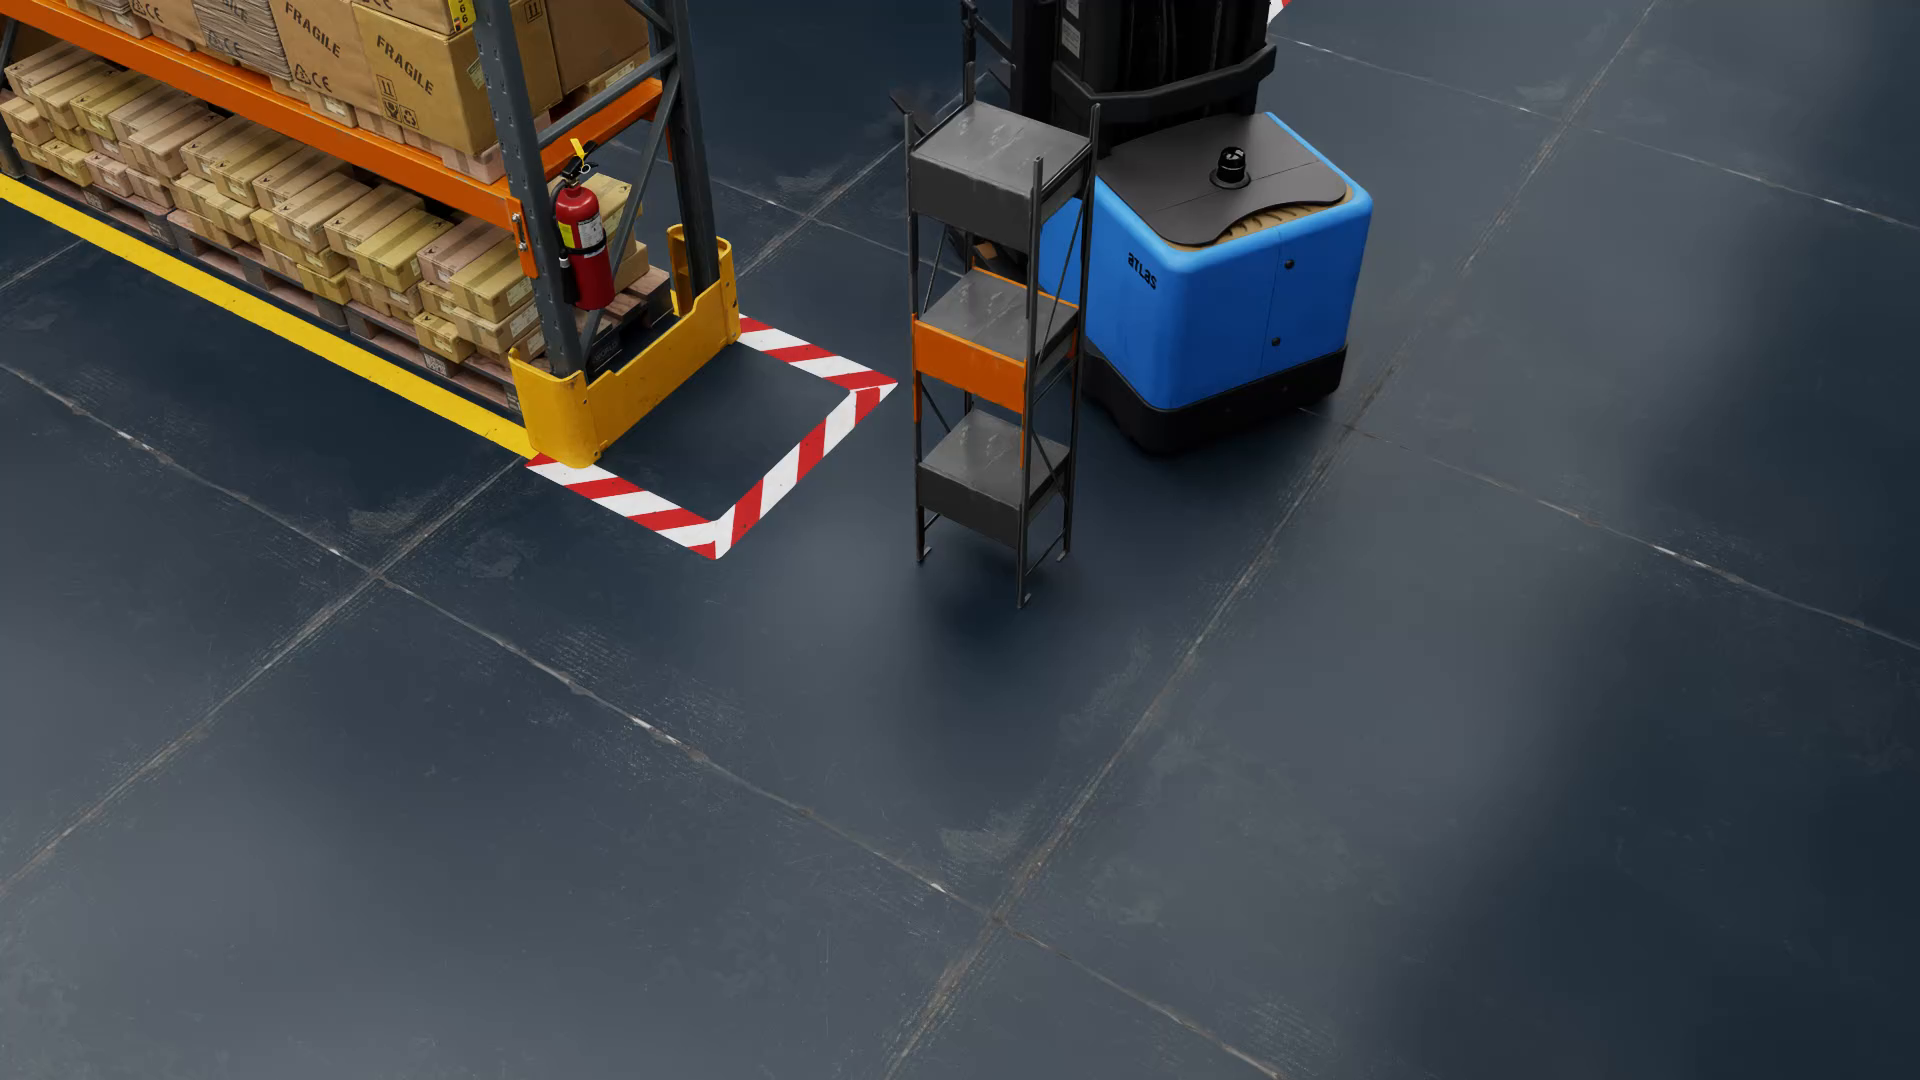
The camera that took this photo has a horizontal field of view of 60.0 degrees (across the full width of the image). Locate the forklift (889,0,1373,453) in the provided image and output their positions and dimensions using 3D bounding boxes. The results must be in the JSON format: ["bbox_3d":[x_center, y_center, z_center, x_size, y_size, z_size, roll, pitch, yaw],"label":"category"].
[{"bbox_3d":[0.604,-2.459,7.317,1.130,2.935,3.031,-20,49,-19],"label":"forklift"}]

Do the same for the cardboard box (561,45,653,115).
[{"bbox_3d":[-1.510,-1.964,6.964,0.250,0.149,0.380,24,51,22],"label":"cardboard box"}]

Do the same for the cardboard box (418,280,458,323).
[{"bbox_3d":[-2.203,-1.150,7.486,0.250,0.149,0.380,24,50,21],"label":"cardboard box"}]

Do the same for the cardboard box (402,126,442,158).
[{"bbox_3d":[-2.030,-1.715,6.722,0.250,0.149,0.380,25,51,22],"label":"cardboard box"}]

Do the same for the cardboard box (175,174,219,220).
[{"bbox_3d":[-3.540,-1.720,8.040,0.250,0.149,0.380,24,51,22],"label":"cardboard box"}]

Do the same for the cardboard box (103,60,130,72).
[{"bbox_3d":[-4.344,-2.603,8.897,0.250,0.149,0.380,26,51,23],"label":"cardboard box"}]

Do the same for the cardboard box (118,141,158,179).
[{"bbox_3d":[-3.937,-1.977,8.289,0.250,0.149,0.380,22,50,20],"label":"cardboard box"}]

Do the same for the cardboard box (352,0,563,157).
[{"bbox_3d":[-1.931,-1.885,6.435,0.500,0.500,0.500,26,51,23],"label":"cardboard box"}]

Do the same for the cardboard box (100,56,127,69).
[{"bbox_3d":[-4.341,-2.656,8.742,0.250,0.149,0.380,26,51,23],"label":"cardboard box"}]

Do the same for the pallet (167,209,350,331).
[{"bbox_3d":[-3.166,-1.594,8.374,1.213,0.211,1.003,25,51,22],"label":"pallet"}]

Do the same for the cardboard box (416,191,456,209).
[{"bbox_3d":[-2.365,-1.751,7.862,0.250,0.149,0.380,22,50,20],"label":"cardboard box"}]

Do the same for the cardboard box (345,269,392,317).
[{"bbox_3d":[-2.632,-1.239,7.779,0.250,0.149,0.380,25,51,22],"label":"cardboard box"}]

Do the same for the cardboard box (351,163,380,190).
[{"bbox_3d":[-2.853,-1.814,8.131,0.250,0.149,0.380,27,52,24],"label":"cardboard box"}]

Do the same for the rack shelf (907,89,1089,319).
[{"bbox_3d":[0.139,-1.146,5.664,0.480,0.518,0.431,25,51,22],"label":"rack shelf"}]

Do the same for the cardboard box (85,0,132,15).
[{"bbox_3d":[-3.675,-2.667,7.195,0.500,0.500,0.500,24,50,21],"label":"cardboard box"}]

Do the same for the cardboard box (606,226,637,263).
[{"bbox_3d":[-1.717,-1.342,7.672,0.250,0.149,0.380,27,52,24],"label":"cardboard box"}]

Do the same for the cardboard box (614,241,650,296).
[{"bbox_3d":[-1.682,-1.277,7.816,0.250,0.149,0.380,26,51,23],"label":"cardboard box"}]

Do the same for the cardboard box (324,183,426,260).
[{"bbox_3d":[-2.647,-1.434,7.554,0.250,0.149,0.380,23,50,21],"label":"cardboard box"}]

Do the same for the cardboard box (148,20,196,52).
[{"bbox_3d":[-3.334,-2.326,7.315,0.250,0.149,0.380,27,51,23],"label":"cardboard box"}]

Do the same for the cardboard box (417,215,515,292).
[{"bbox_3d":[-2.177,-1.272,7.397,0.250,0.149,0.380,26,51,23],"label":"cardboard box"}]

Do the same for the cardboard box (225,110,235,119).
[{"bbox_3d":[-3.492,-2.170,8.476,0.250,0.149,0.380,26,51,23],"label":"cardboard box"}]

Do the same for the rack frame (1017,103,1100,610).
[{"bbox_3d":[0.345,-0.573,6.065,0.015,2.100,0.400,25,51,22],"label":"rack frame"}]

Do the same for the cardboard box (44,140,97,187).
[{"bbox_3d":[-4.424,-1.992,8.511,0.250,0.149,0.380,26,51,23],"label":"cardboard box"}]

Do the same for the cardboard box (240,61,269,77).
[{"bbox_3d":[-2.878,-2.148,7.143,0.250,0.149,0.380,23,50,21],"label":"cardboard box"}]

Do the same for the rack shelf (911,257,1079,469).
[{"bbox_3d":[0.139,-0.658,6.166,0.480,0.518,0.431,25,51,22],"label":"rack shelf"}]

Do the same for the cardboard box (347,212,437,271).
[{"bbox_3d":[-2.622,-1.383,7.712,0.250,0.149,0.380,24,51,22],"label":"cardboard box"}]

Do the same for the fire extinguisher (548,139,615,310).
[{"bbox_3d":[-1.451,-1.195,6.355,0.183,0.674,0.296,25,51,22],"label":"fire extinguisher"}]

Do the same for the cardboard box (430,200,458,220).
[{"bbox_3d":[-2.328,-1.689,8.009,0.250,0.149,0.380,26,51,23],"label":"cardboard box"}]

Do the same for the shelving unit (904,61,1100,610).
[{"bbox_3d":[0.139,-0.668,6.157,0.503,2.100,0.431,25,51,22],"label":"shelving unit"}]

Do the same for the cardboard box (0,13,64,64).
[{"bbox_3d":[-5.260,-2.998,9.244,0.500,0.500,0.500,27,51,24],"label":"cardboard box"}]

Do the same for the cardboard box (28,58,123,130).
[{"bbox_3d":[-4.403,-2.236,8.333,0.250,0.149,0.380,27,52,24],"label":"cardboard box"}]

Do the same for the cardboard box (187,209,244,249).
[{"bbox_3d":[-3.534,-1.617,8.146,0.250,0.149,0.380,23,50,21],"label":"cardboard box"}]

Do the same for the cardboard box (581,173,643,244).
[{"bbox_3d":[-1.672,-1.496,7.614,0.250,0.149,0.380,23,50,20],"label":"cardboard box"}]

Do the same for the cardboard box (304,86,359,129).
[{"bbox_3d":[-2.477,-1.888,6.890,0.250,0.149,0.380,26,51,23],"label":"cardboard box"}]

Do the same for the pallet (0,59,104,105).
[{"bbox_3d":[-5.437,-2.605,9.356,1.213,0.211,1.003,25,51,22],"label":"pallet"}]

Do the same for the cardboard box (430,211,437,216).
[{"bbox_3d":[-2.582,-1.627,8.157,0.250,0.149,0.380,25,51,22],"label":"cardboard box"}]

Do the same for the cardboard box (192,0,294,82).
[{"bbox_3d":[-2.794,-2.278,6.817,0.500,0.500,0.500,25,51,22],"label":"cardboard box"}]

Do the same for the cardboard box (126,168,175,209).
[{"bbox_3d":[-3.946,-1.859,8.381,0.250,0.149,0.380,24,50,21],"label":"cardboard box"}]

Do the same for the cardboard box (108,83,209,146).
[{"bbox_3d":[-3.932,-2.081,8.182,0.250,0.149,0.380,23,50,21],"label":"cardboard box"}]

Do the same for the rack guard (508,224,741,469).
[{"bbox_3d":[-1.478,-0.886,7.484,0.348,0.500,1.175,25,51,22],"label":"rack guard"}]

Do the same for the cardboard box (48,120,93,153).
[{"bbox_3d":[-4.387,-2.156,8.463,0.250,0.149,0.380,25,51,22],"label":"cardboard box"}]

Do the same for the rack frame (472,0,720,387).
[{"bbox_3d":[-1.414,-1.728,6.559,0.127,3.000,1.000,25,51,22],"label":"rack frame"}]

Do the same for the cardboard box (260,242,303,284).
[{"bbox_3d":[-3.100,-1.418,7.953,0.250,0.149,0.380,26,51,23],"label":"cardboard box"}]

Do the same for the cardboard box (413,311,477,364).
[{"bbox_3d":[-2.241,-0.997,7.544,0.250,0.149,0.380,26,51,23],"label":"cardboard box"}]

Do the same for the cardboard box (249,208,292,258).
[{"bbox_3d":[-3.099,-1.520,7.845,0.250,0.149,0.380,27,52,24],"label":"cardboard box"}]

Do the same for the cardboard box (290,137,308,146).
[{"bbox_3d":[-3.054,-2.033,8.136,0.250,0.149,0.380,25,51,22],"label":"cardboard box"}]

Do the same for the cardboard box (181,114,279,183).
[{"bbox_3d":[-3.488,-1.877,7.985,0.250,0.149,0.380,23,50,21],"label":"cardboard box"}]

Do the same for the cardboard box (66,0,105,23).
[{"bbox_3d":[-3.806,-2.509,7.494,0.250,0.149,0.380,26,51,23],"label":"cardboard box"}]

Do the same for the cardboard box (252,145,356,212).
[{"bbox_3d":[-3.066,-1.674,7.787,0.250,0.149,0.380,23,50,21],"label":"cardboard box"}]
